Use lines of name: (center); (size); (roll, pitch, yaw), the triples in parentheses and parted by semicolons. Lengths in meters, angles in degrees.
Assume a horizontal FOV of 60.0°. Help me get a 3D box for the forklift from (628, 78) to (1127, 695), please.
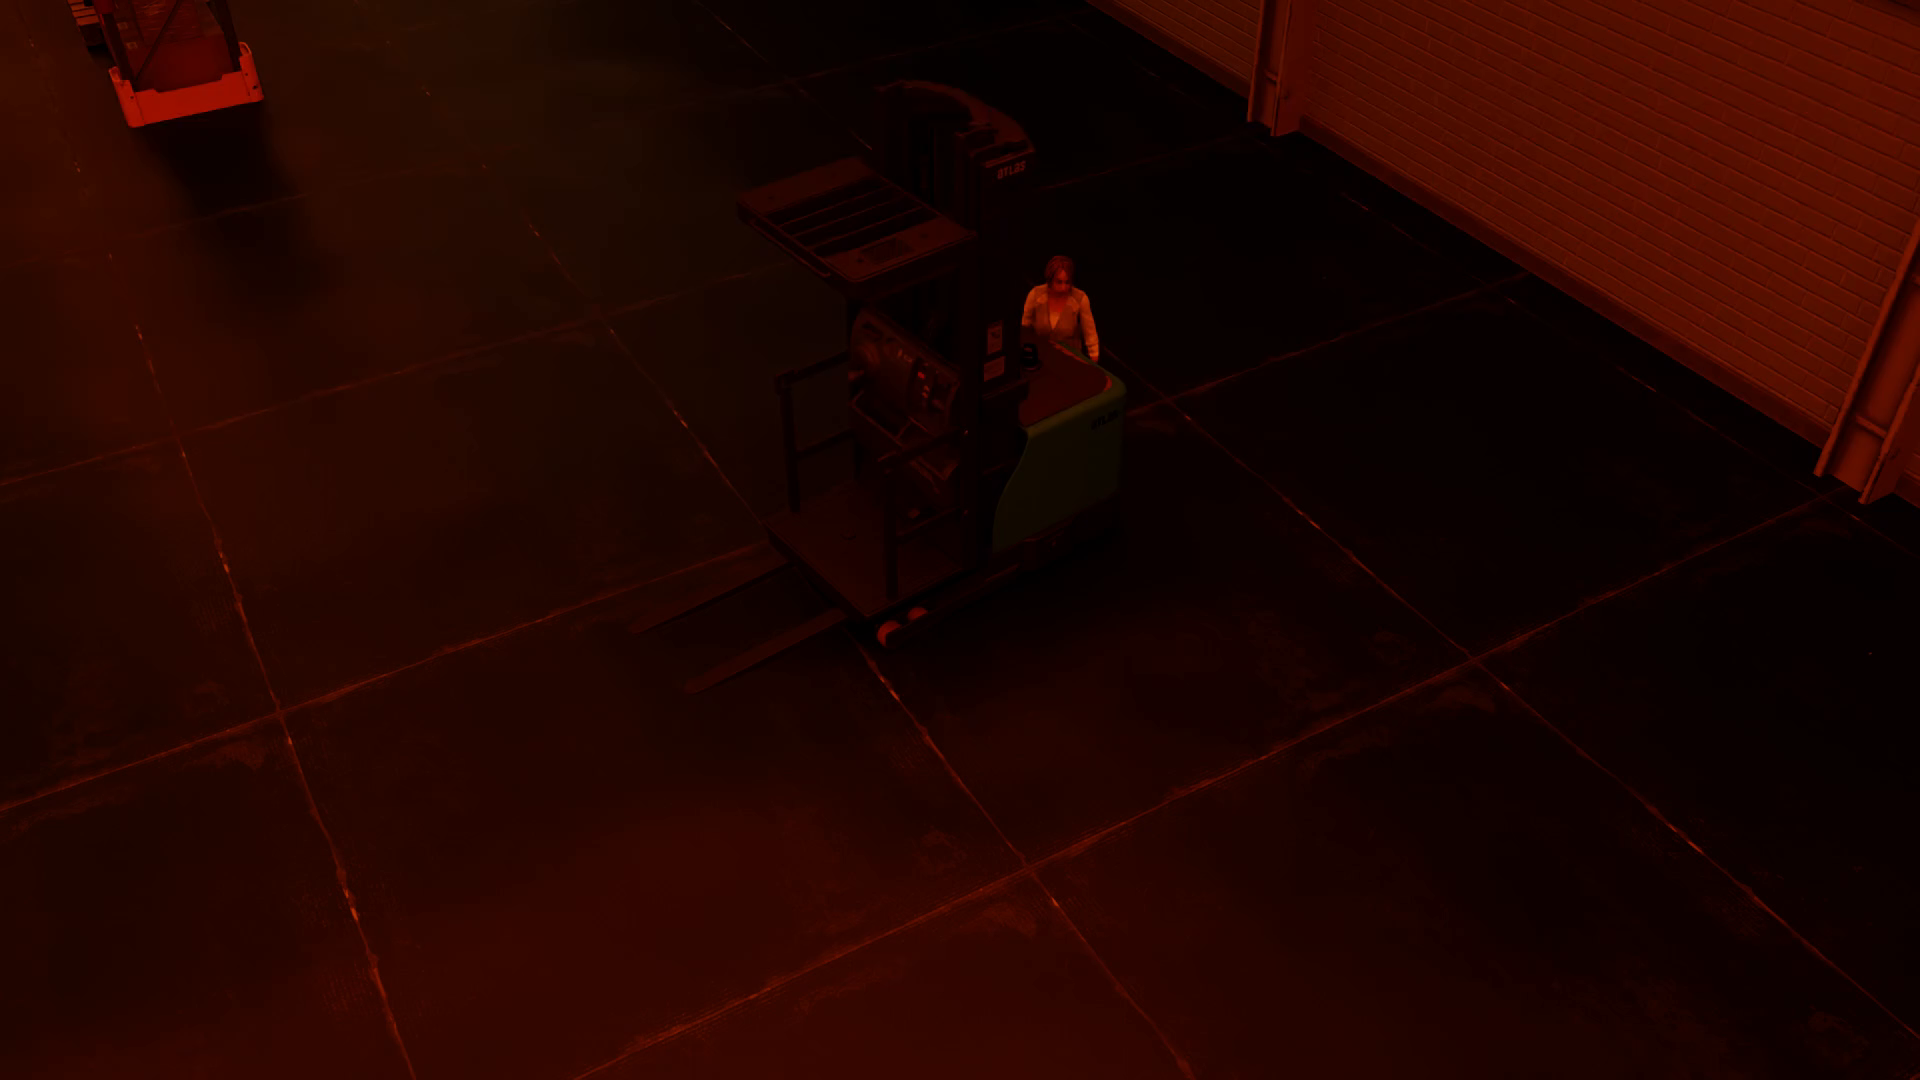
forklift: (-0.478, -0.883, 9.101); (3.031, 2.935, 1.130); (-26, 46, -28)

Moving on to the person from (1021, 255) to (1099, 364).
person: (0.591, -1.035, 10.341); (0.547, 1.584, 0.370); (4, 40, 5)
